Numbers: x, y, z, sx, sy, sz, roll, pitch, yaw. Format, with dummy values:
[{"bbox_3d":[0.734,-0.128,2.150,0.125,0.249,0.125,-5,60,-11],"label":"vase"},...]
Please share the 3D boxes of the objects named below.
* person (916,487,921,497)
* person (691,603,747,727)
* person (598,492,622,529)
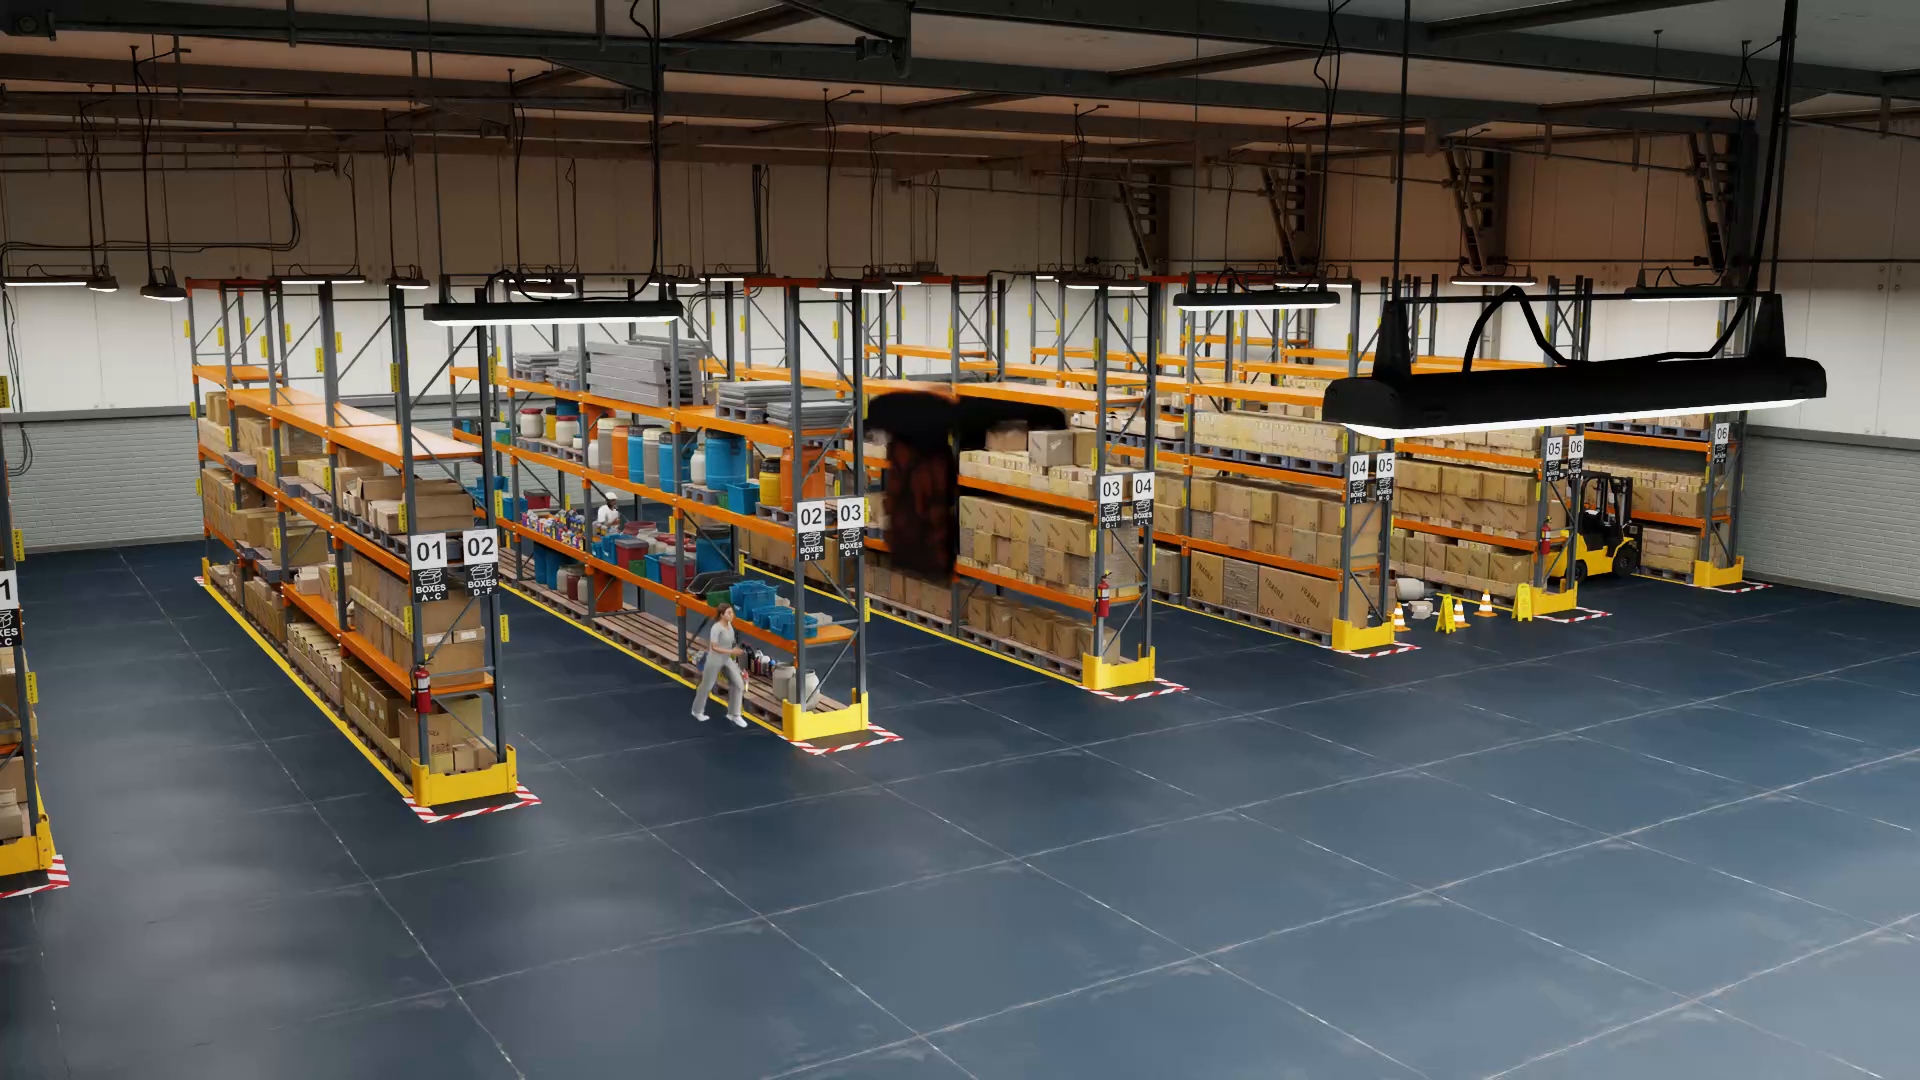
[{"bbox_3d":[-0.750,-1.459,41.818,0.894,1.685,0.711,4,10,20],"label":"person"},{"bbox_3d":[-3.197,1.639,21.954,0.848,1.679,0.556,5,11,28],"label":"person"},{"bbox_3d":[-7.097,-0.121,33.463,0.925,1.736,0.721,6,11,33],"label":"person"}]
